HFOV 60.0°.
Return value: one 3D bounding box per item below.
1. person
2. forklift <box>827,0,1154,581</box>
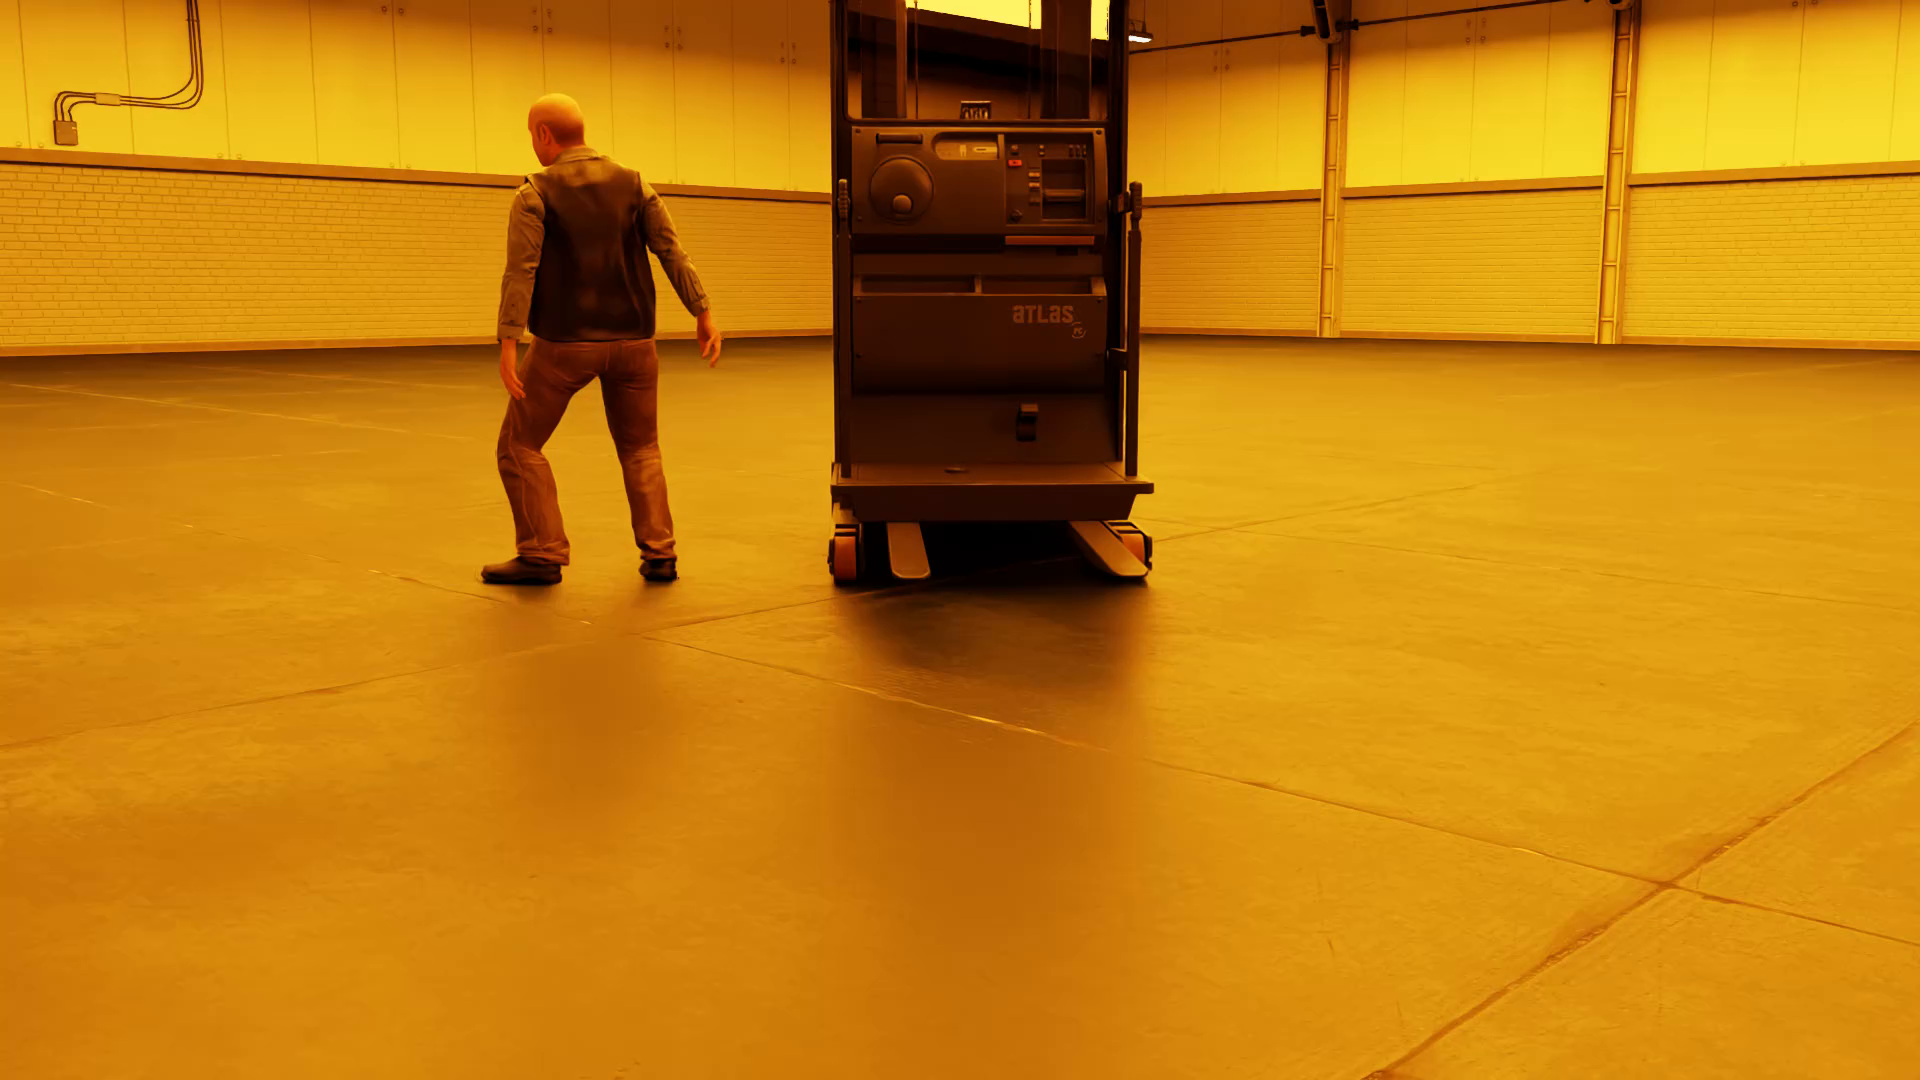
[{"bbox_3d":[-1.239,-0.675,5.758,0.846,1.696,0.433,-5,10,-29],"label":"person"},{"bbox_3d":[0.085,-1.353,5.857,1.130,2.935,3.031,0,9,-3],"label":"forklift"}]
